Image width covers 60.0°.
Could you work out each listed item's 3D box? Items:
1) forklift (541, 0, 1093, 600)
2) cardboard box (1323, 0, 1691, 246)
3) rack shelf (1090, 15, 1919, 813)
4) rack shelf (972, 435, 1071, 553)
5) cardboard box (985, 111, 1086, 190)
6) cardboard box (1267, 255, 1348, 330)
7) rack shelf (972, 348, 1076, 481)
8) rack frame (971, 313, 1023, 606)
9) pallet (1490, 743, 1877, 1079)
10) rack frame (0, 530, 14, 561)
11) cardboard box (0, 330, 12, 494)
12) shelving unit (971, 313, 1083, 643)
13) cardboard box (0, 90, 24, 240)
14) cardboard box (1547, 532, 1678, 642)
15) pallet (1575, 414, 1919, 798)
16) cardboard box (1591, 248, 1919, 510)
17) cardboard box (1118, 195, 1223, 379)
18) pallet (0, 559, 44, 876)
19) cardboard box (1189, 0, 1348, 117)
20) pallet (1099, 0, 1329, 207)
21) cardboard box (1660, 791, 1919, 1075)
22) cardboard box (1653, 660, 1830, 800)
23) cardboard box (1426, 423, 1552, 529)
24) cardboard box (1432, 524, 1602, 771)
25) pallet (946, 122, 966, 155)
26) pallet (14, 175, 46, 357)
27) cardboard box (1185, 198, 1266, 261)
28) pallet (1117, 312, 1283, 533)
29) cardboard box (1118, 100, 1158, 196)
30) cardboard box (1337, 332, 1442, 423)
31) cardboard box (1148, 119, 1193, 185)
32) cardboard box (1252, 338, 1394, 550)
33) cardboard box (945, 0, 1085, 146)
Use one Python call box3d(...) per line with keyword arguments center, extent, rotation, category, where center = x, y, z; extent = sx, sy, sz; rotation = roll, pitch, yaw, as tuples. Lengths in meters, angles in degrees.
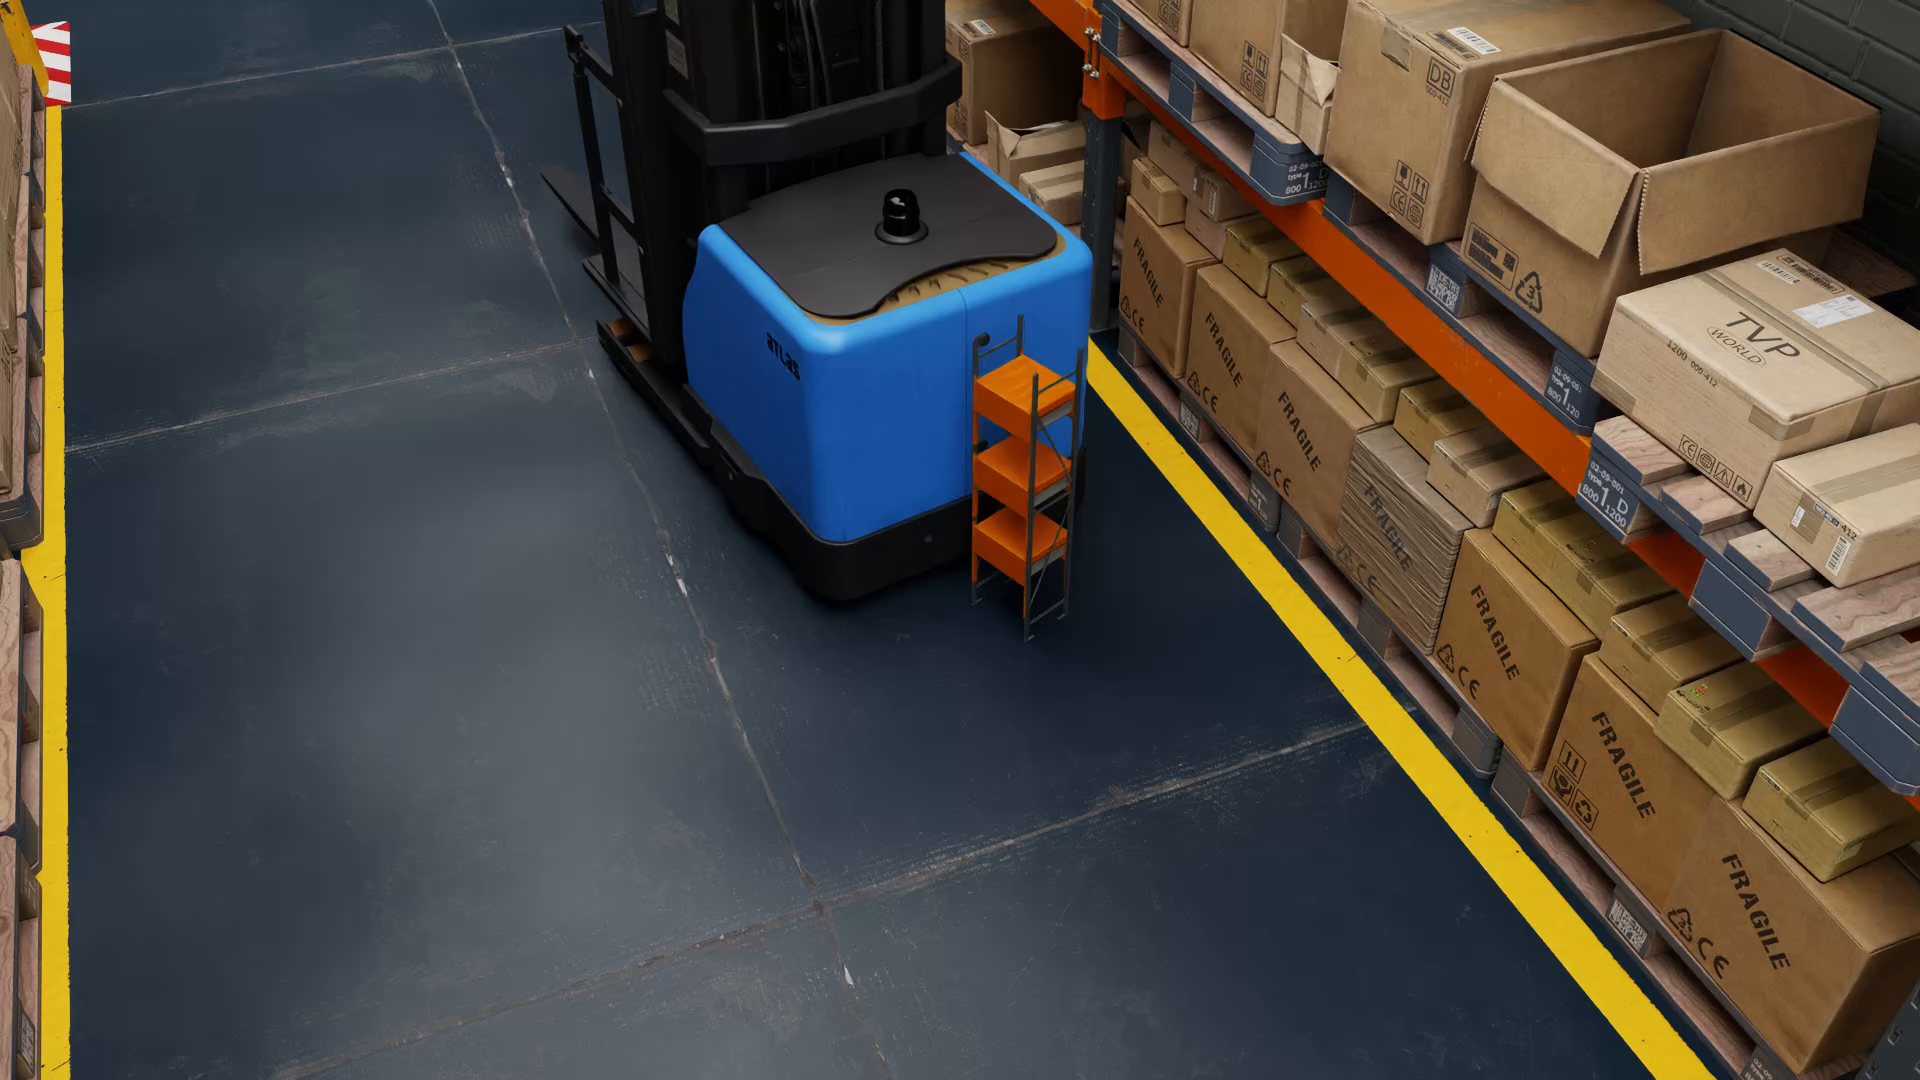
box3d(center=(-0.766, -1.853, 5.657), extent=(1.130, 2.935, 3.031), rotation=(-22, 45, -23), category="forklift")
box3d(center=(1.433, -1.186, 4.430), extent=(0.700, 0.500, 0.500), rotation=(-15, 43, -17), category="cardboard box")
box3d(center=(1.721, -0.644, 4.750), extent=(1.077, 0.370, 4.000), rotation=(-15, 43, -17), category="rack shelf")
box3d(center=(0.196, -0.161, 5.148), extent=(0.215, 0.259, 0.240), rotation=(-32, 50, -31), category="rack shelf")
box3d(center=(0.335, -1.721, 7.226), extent=(0.396, 0.266, 0.258), rotation=(-14, 43, -15), category="cardboard box")
box3d(center=(1.251, -0.835, 5.518), extent=(0.380, 0.149, 0.250), rotation=(-16, 43, -18), category="cardboard box")
box3d(center=(0.196, -0.376, 4.963), extent=(0.215, 0.259, 0.240), rotation=(-32, 50, -31), category="rack shelf")
box3d(center=(0.112, -0.226, 5.208), extent=(0.200, 1.050, 0.008), rotation=(-32, 50, -31), category="rack frame")
box3d(center=(2.236, 0.886, 4.557), extent=(1.003, 0.211, 1.213), rotation=(-15, 43, -17), category="pallet")
box3d(center=(-3.628, -0.881, 4.474), extent=(1.000, 3.000, 0.127), rotation=(-15, 43, -17), category="rack frame")
box3d(center=(-3.770, -0.473, 5.643), extent=(0.875, 0.438, 0.875), rotation=(-16, 43, -17), category="cardboard box")
box3d(center=(0.196, -0.169, 5.141), extent=(0.215, 1.050, 0.252), rotation=(-32, 50, -31), category="shelving unit")
box3d(center=(-4.456, -1.556, 6.902), extent=(0.875, 0.438, 0.875), rotation=(-14, 43, -16), category="cardboard box")
box3d(center=(1.811, 0.100, 4.431), extent=(0.380, 0.149, 0.250), rotation=(-14, 43, -16), category="cardboard box")
box3d(center=(2.162, -0.030, 3.631), extent=(1.213, 0.211, 1.003), rotation=(-15, 43, -17), category="pallet")
box3d(center=(1.784, -0.369, 3.671), extent=(0.500, 0.250, 0.500), rotation=(-17, 44, -19), category="cardboard box")
box3d(center=(0.933, -0.985, 6.190), extent=(0.500, 0.500, 0.500), rotation=(-13, 42, -15), category="cardboard box")
box3d(center=(-3.264, 0.623, 4.864), extent=(1.003, 0.211, 1.213), rotation=(-15, 43, -17), category="pallet")
box3d(center=(1.133, -1.659, 4.980), extent=(0.700, 0.500, 0.500), rotation=(-15, 43, -16), category="cardboard box")
box3d(center=(1.161, -1.540, 5.387), extent=(1.003, 0.211, 1.213), rotation=(-15, 43, -17), category="pallet")
box3d(center=(2.126, 0.876, 4.026), extent=(0.500, 0.500, 0.500), rotation=(-14, 43, -16), category="cardboard box")
box3d(center=(1.931, 0.440, 4.035), extent=(0.380, 0.149, 0.250), rotation=(-17, 44, -19), category="cardboard box")
box3d(center=(1.582, -0.209, 4.790), extent=(0.380, 0.149, 0.250), rotation=(-17, 44, -19), category="cardboard box")
box3d(center=(1.742, 0.257, 4.746), extent=(0.500, 0.500, 0.500), rotation=(-13, 42, -15), category="cardboard box")
box3d(center=(0.224, -2.214, 8.163), extent=(1.003, 0.211, 1.213), rotation=(-15, 43, -17), category="pallet")
box3d(center=(-4.318, -1.037, 6.794), extent=(1.003, 0.211, 1.213), rotation=(-15, 43, -17), category="pallet")
box3d(center=(1.025, -1.149, 5.883), extent=(0.380, 0.149, 0.250), rotation=(-16, 43, -18), category="cardboard box")
box3d(center=(1.302, -0.583, 6.267), extent=(1.003, 0.211, 1.213), rotation=(-15, 43, -17), category="pallet")
box3d(center=(0.922, -1.718, 7.187), extent=(0.500, 0.311, 0.500), rotation=(-14, 43, -15), category="cardboard box")
box3d(center=(1.405, -0.525, 5.158), extent=(0.380, 0.149, 0.250), rotation=(-14, 43, -15), category="cardboard box")
box3d(center=(0.904, -1.424, 5.975), extent=(0.380, 0.149, 0.250), rotation=(-16, 43, -18), category="cardboard box")
box3d(center=(1.333, -0.365, 5.469), extent=(0.500, 0.500, 0.500), rotation=(-16, 43, -18), category="cardboard box")
box3d(center=(0.260, -2.200, 7.603), extent=(0.700, 0.500, 0.500), rotation=(-17, 43, -18), category="cardboard box")
